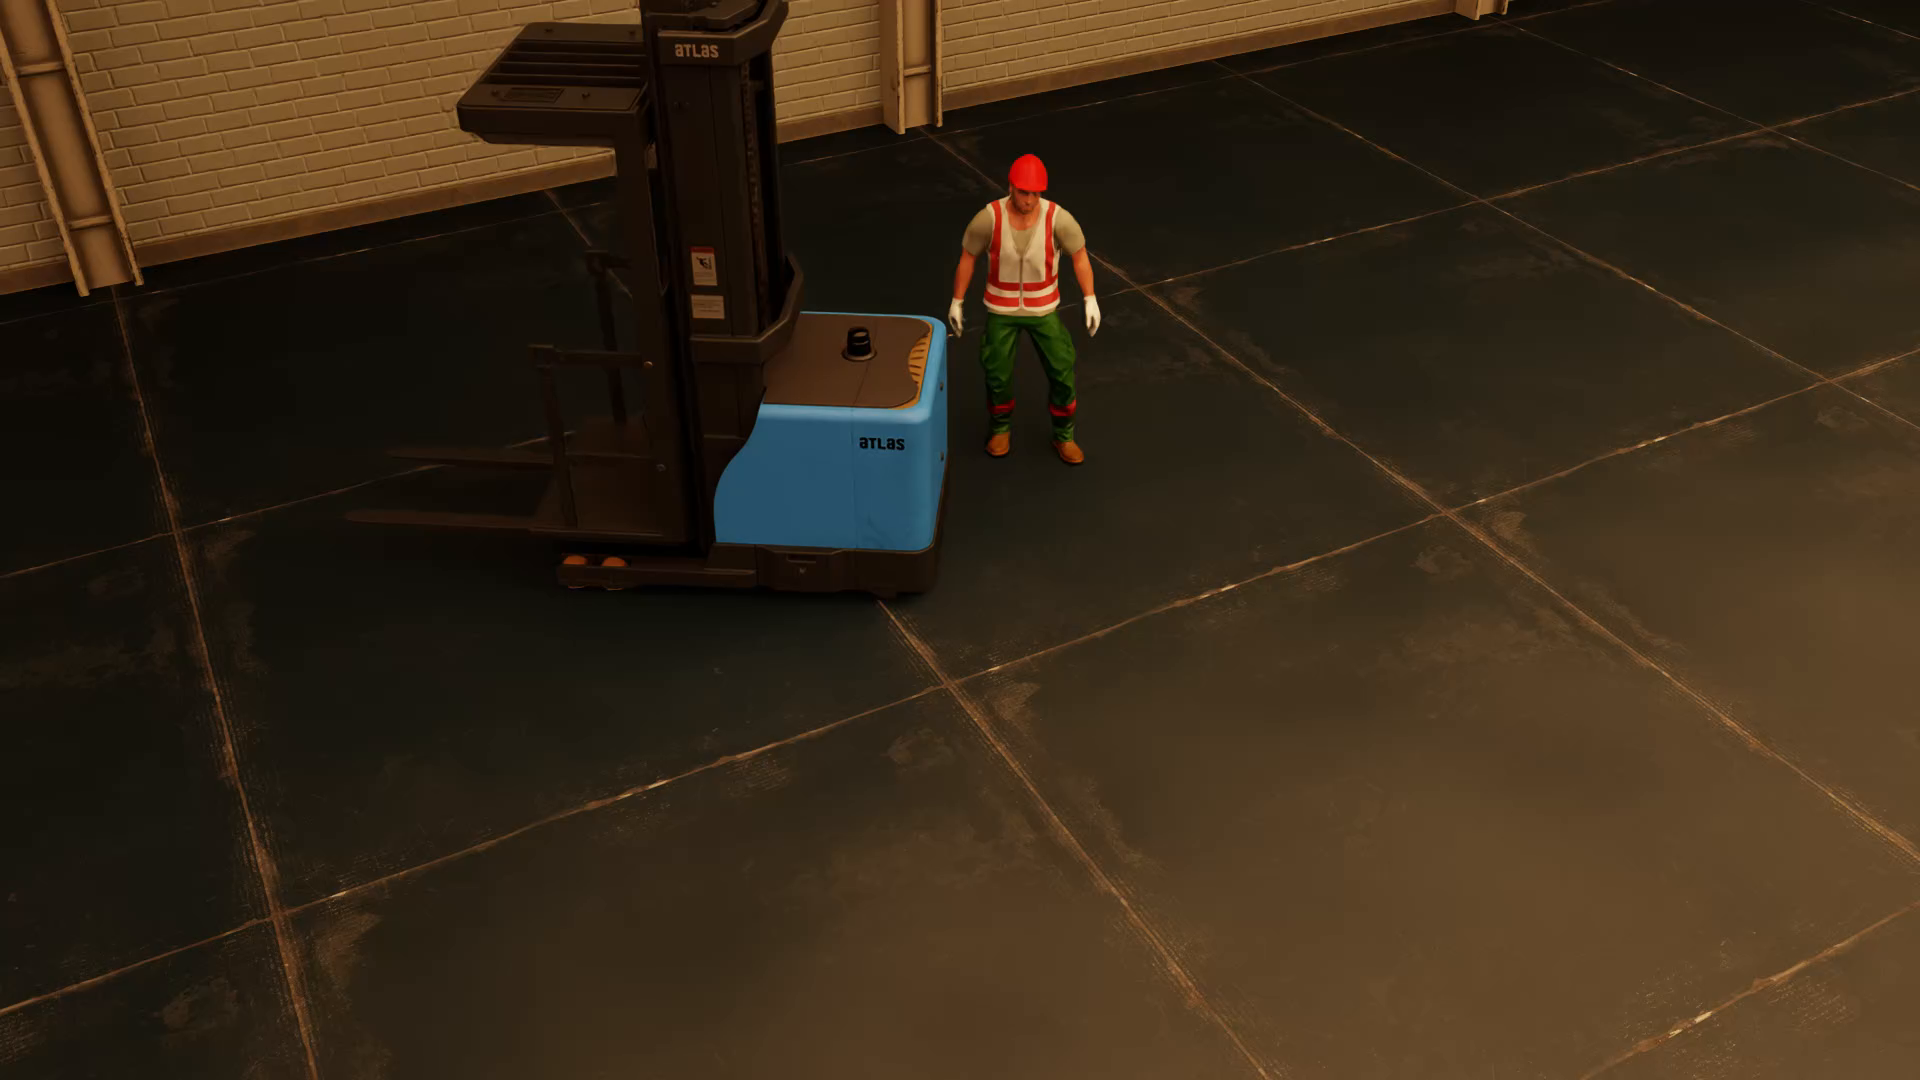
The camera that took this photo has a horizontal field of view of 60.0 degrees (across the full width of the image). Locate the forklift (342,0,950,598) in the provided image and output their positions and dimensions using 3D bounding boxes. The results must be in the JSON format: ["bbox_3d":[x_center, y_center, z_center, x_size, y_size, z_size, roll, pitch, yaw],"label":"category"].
[{"bbox_3d":[-1.599,-1.245,7.885,3.031,2.935,1.130,3,35,4],"label":"forklift"}]

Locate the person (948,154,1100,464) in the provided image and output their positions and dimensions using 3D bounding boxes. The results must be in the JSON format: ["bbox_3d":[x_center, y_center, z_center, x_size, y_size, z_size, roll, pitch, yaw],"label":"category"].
[{"bbox_3d":[0.343,-1.228,8.888,0.815,1.754,0.398,0,35,1],"label":"person"}]
